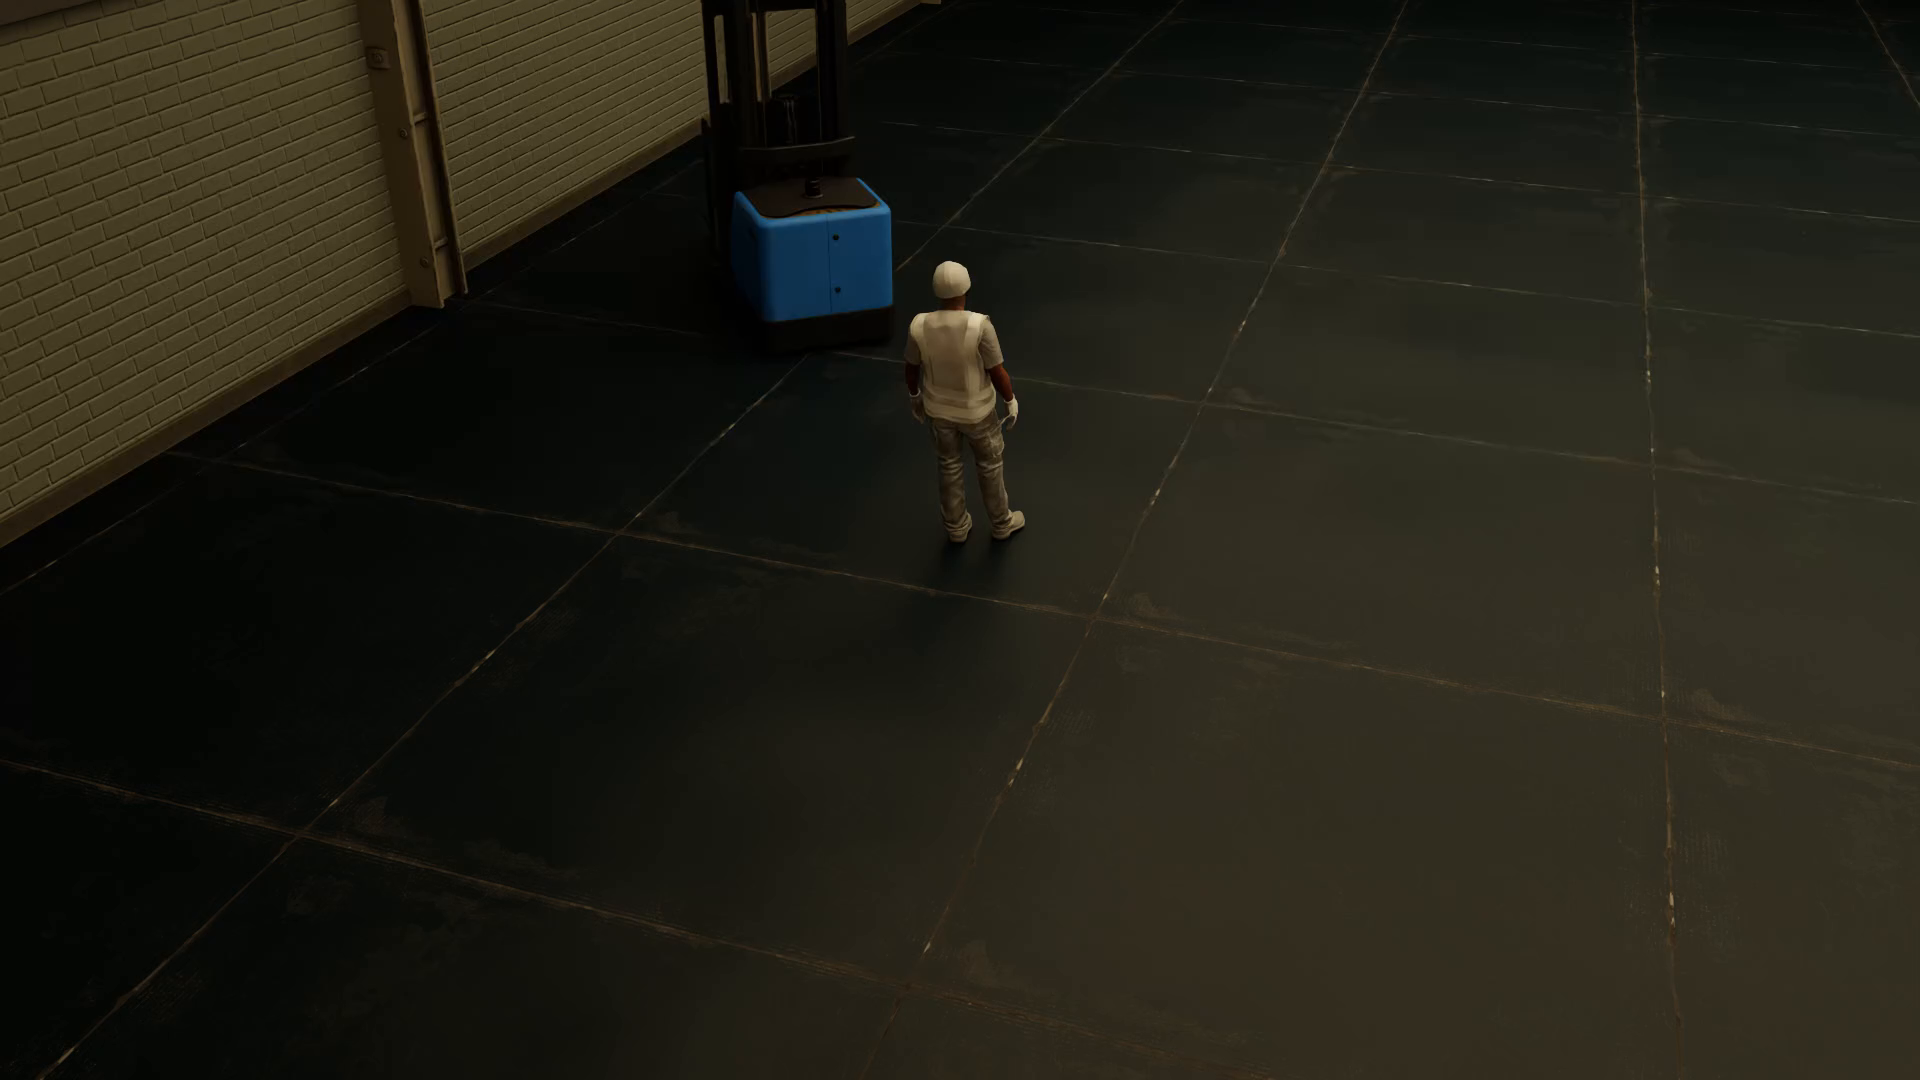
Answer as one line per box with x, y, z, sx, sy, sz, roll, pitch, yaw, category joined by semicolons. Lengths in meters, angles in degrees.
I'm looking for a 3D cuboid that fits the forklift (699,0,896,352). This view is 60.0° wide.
-1.477;-3.390;13.082;1.130;2.935;3.031;-10;31;-17;forklift

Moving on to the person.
0.032;-0.813;9.707;0.656;1.782;0.577;10;31;16;person
